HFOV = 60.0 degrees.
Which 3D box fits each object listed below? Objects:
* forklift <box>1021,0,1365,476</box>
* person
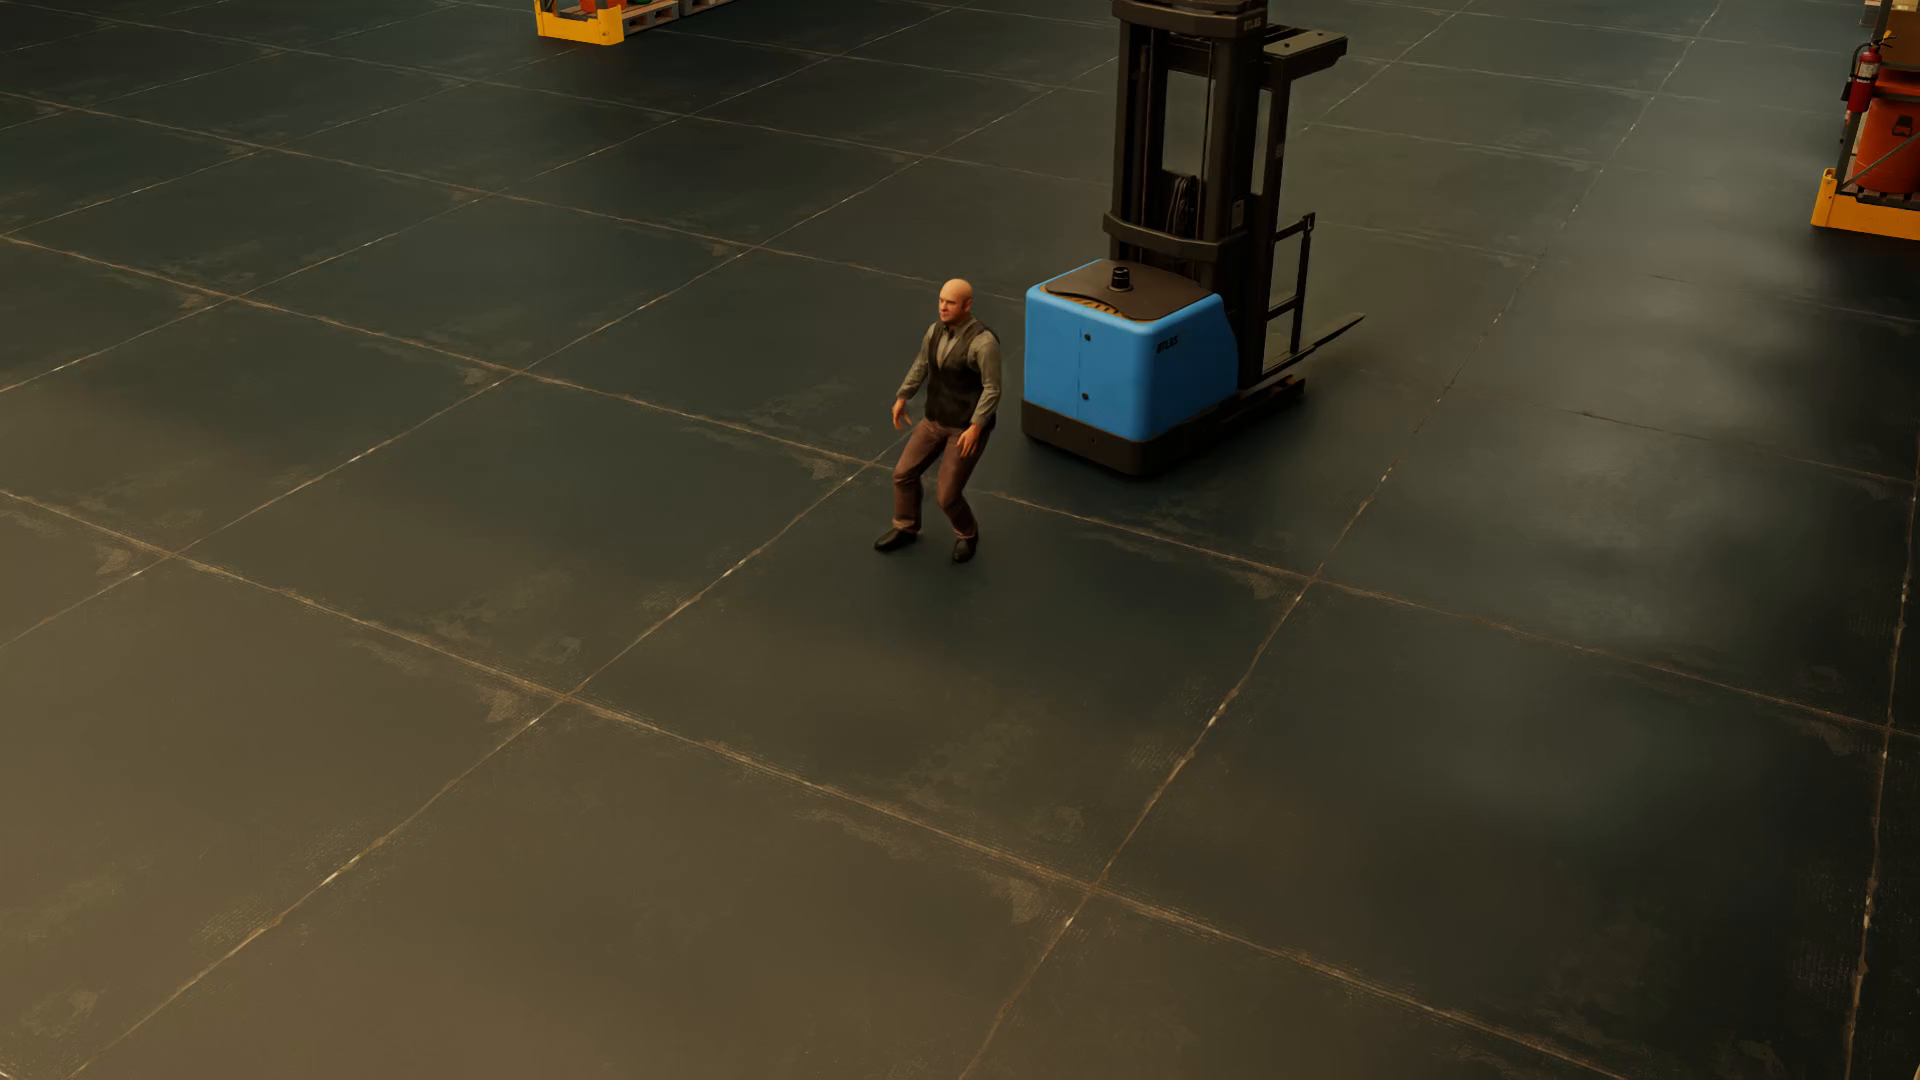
[{"bbox_3d":[1.774,-2.327,11.103,1.130,2.935,3.031,25,38,36],"label":"forklift"},{"bbox_3d":[-0.130,-0.669,9.502,0.610,1.666,0.717,-24,38,-35],"label":"person"}]
